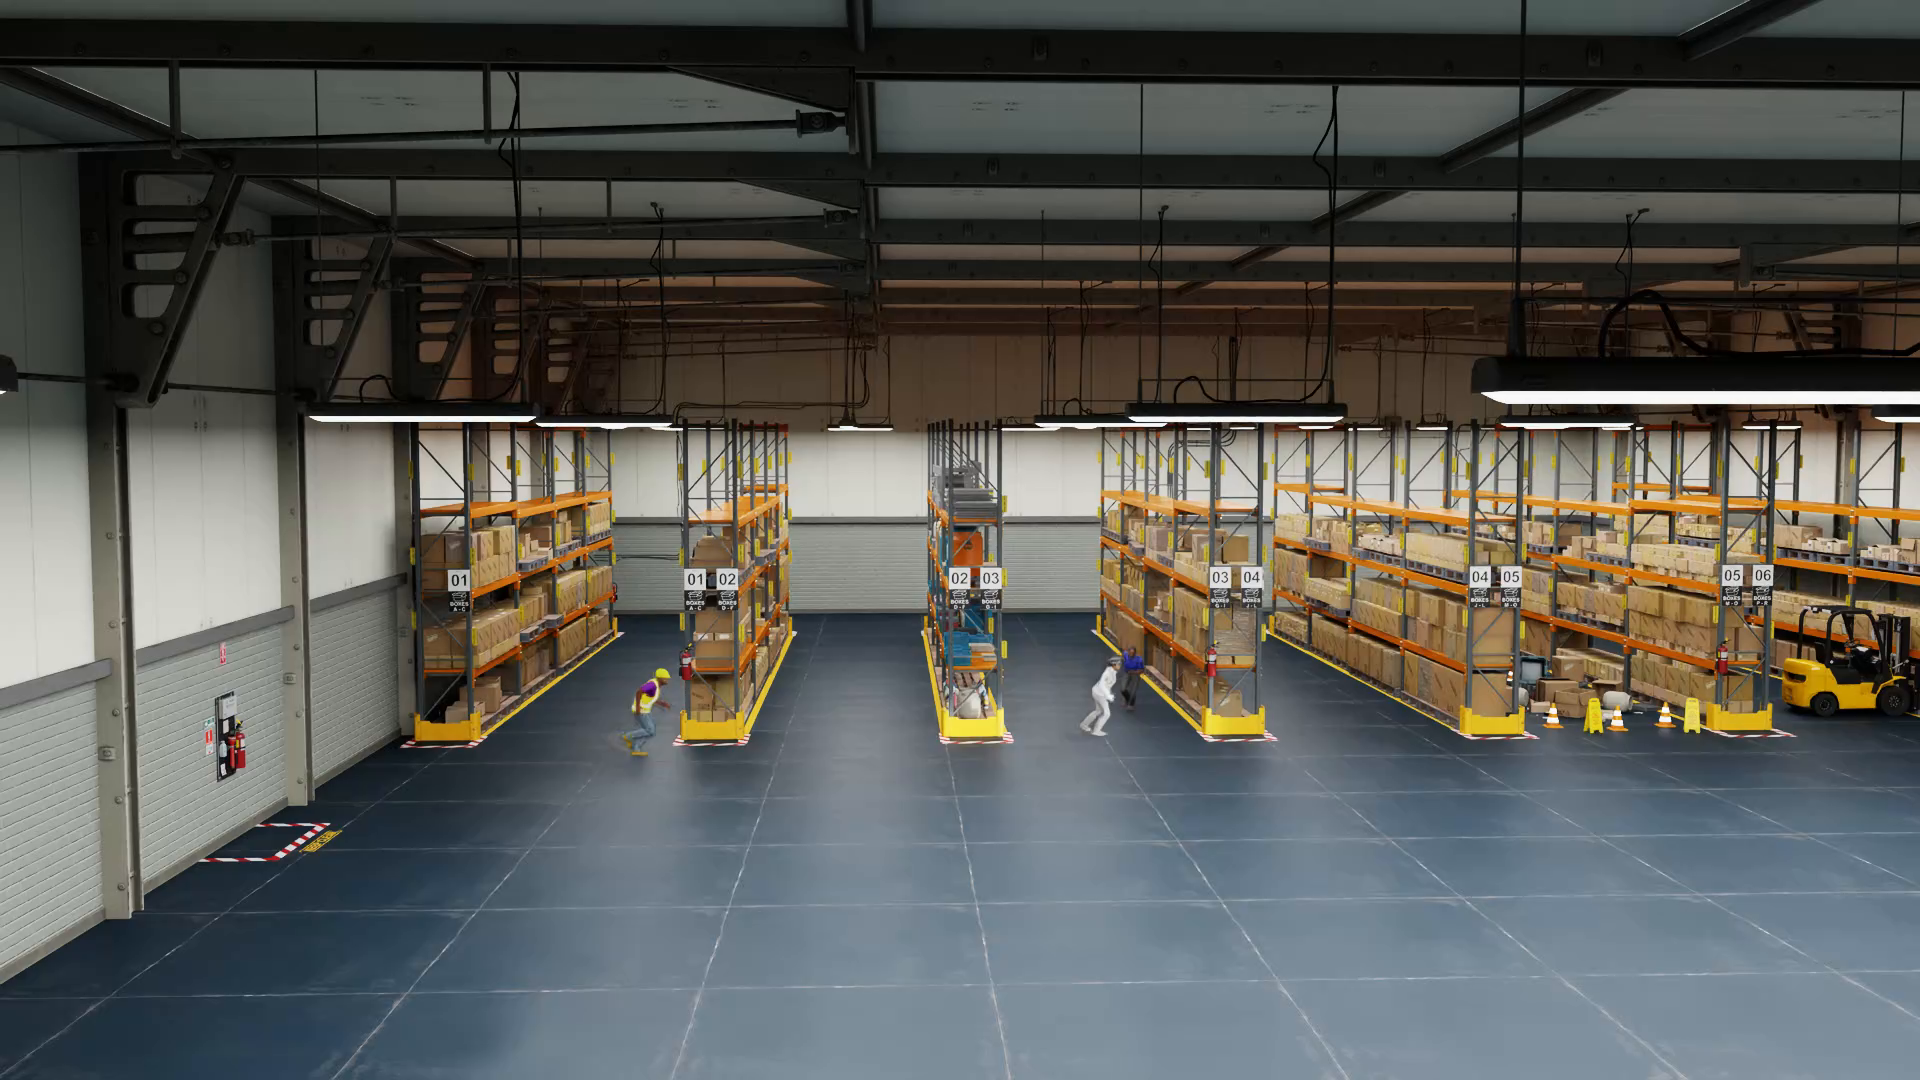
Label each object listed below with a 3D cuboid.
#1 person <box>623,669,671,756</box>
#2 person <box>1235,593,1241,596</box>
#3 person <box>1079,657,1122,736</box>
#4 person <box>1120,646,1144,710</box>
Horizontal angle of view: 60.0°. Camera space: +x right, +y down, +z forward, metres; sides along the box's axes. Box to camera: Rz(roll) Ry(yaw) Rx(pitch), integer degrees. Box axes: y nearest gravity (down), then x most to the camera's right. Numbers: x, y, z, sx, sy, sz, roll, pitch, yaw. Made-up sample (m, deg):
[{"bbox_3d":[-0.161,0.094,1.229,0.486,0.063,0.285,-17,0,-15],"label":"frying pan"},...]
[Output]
[{"bbox_3d":[-5.544,3.059,29.424,0.877,1.569,0.737,0,4,6],"label":"person"},{"bbox_3d":[7.925,1.776,48.114,0.818,1.722,0.779,2,4,26],"label":"person"},{"bbox_3d":[2.675,2.950,31.491,0.809,1.522,0.613,1,4,12],"label":"person"},{"bbox_3d":[3.504,2.826,34.070,0.599,1.407,0.971,1,4,17],"label":"person"}]
